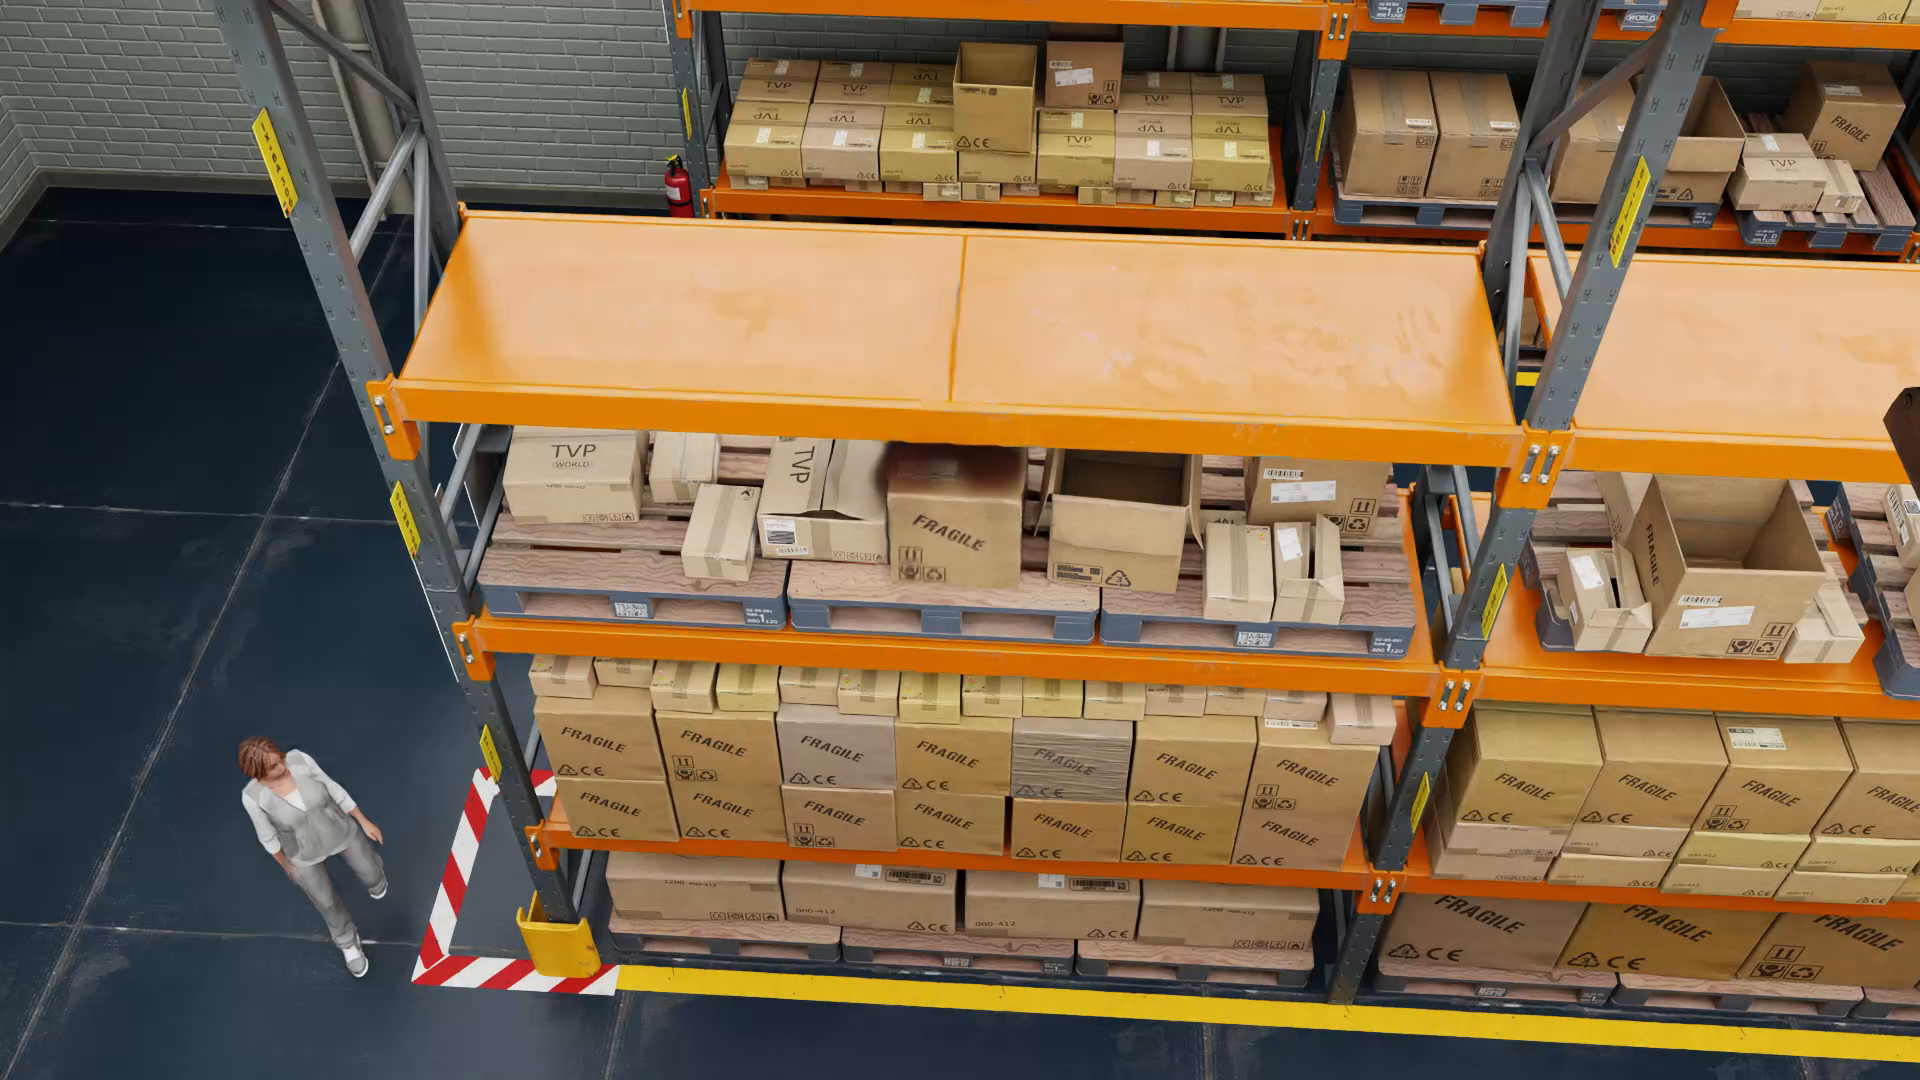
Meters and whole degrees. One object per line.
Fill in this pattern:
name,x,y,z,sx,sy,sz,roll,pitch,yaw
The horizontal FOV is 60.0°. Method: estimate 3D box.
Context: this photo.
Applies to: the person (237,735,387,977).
person,-3.128,1.490,8.182,0.506,1.607,0.564,-26,53,-22
